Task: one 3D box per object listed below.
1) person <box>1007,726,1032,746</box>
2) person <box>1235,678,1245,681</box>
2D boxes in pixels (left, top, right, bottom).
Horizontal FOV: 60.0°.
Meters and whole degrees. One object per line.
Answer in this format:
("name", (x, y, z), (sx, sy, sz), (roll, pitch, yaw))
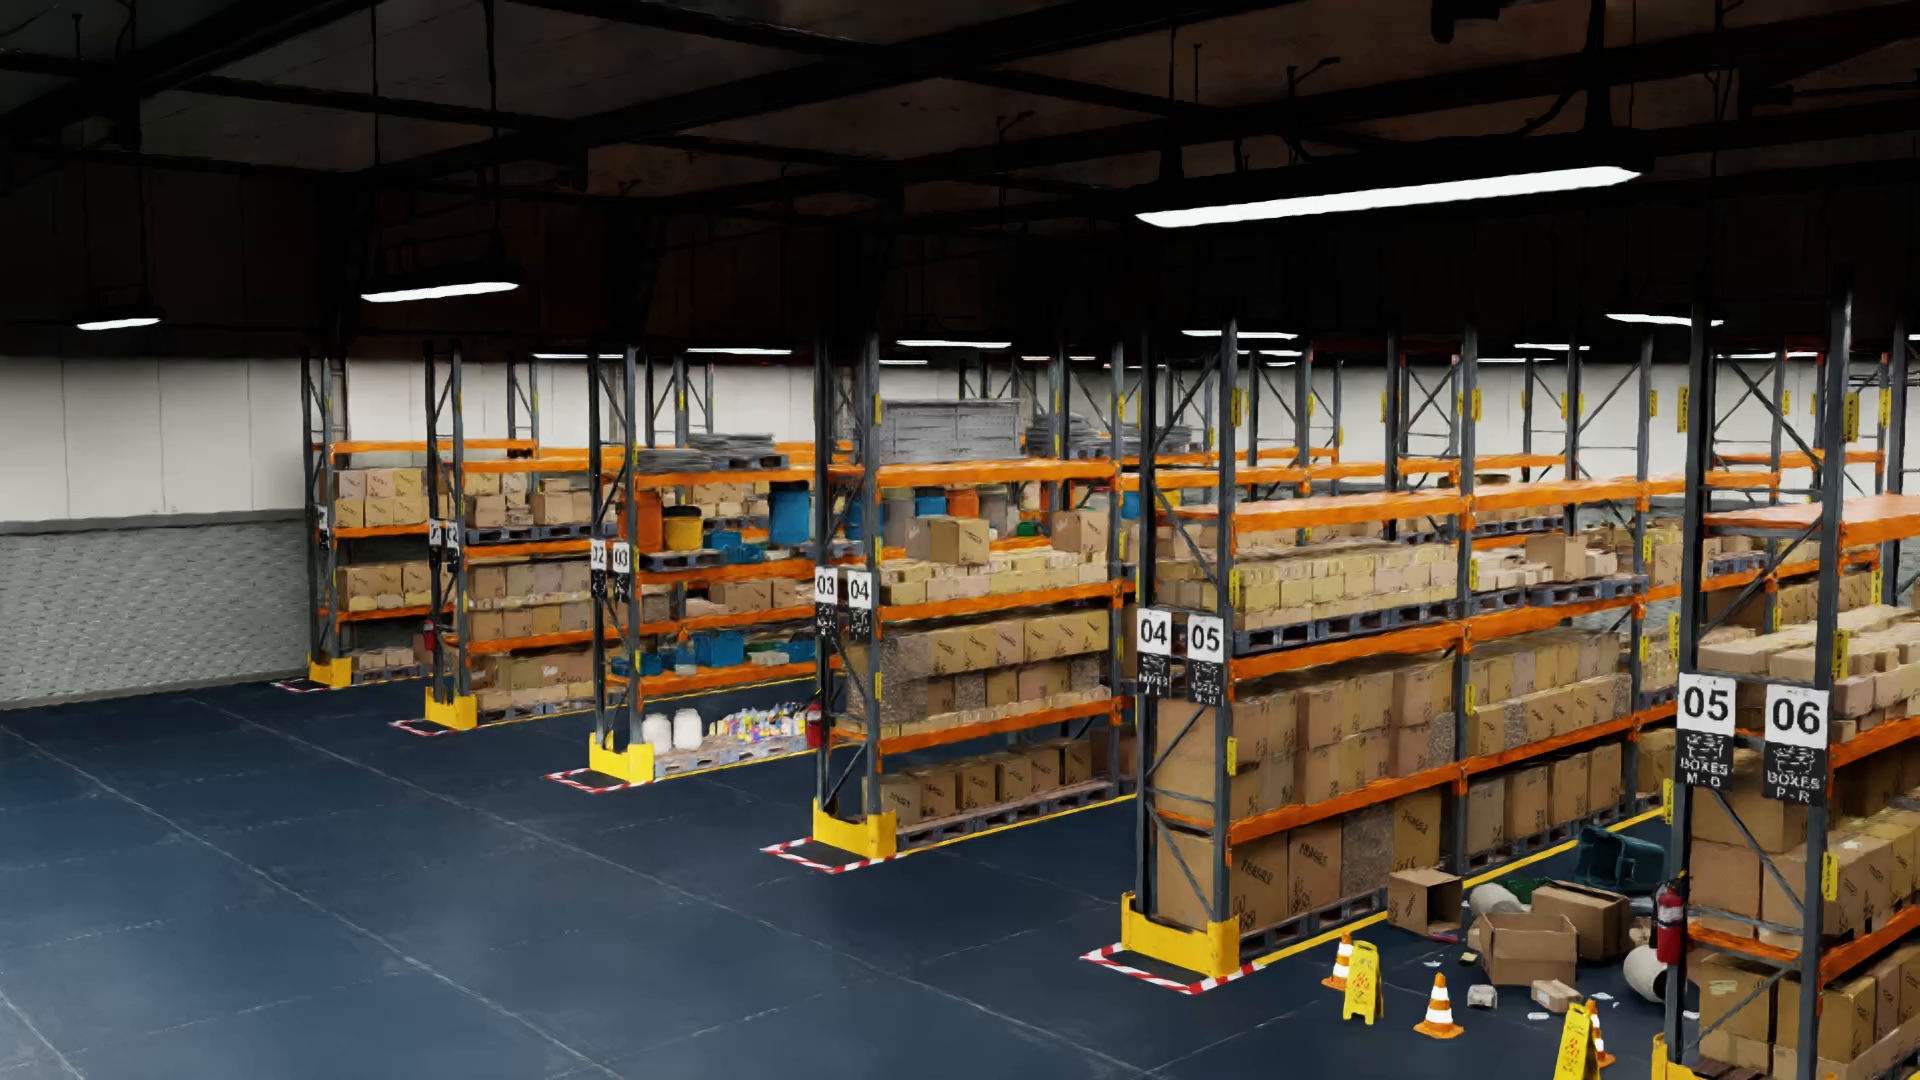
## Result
("person", (0.910, 2.200, 23.615), (0.476, 1.759, 0.593), (2, 5, 17))
("person", (3.387, 2.520, 19.826), (0.463, 1.772, 0.649), (2, 5, 18))
